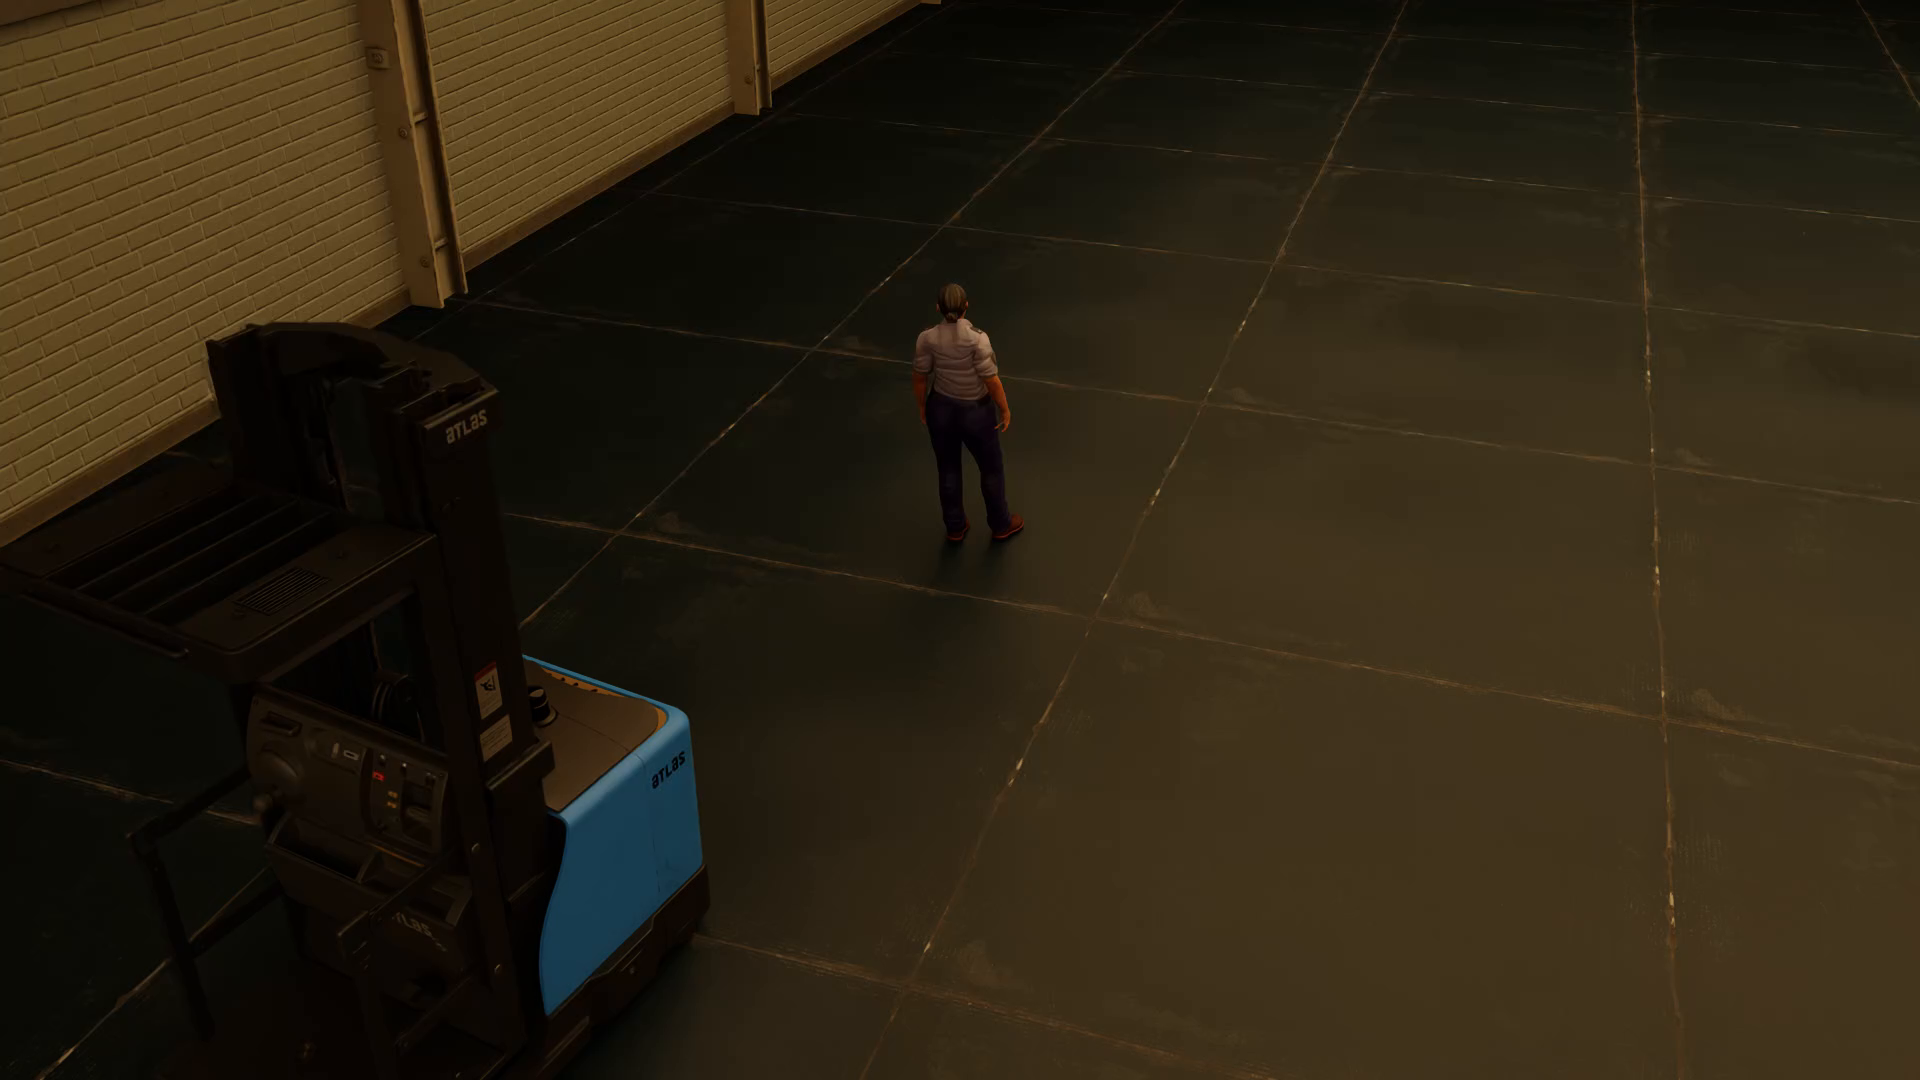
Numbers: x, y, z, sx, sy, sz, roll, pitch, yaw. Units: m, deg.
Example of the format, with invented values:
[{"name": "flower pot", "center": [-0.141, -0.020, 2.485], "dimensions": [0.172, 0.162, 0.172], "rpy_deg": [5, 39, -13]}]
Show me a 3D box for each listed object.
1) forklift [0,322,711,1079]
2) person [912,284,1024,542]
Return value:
[{"name": "forklift", "center": [-2.226, 0.877, 5.598], "dimensions": [1.130, 2.935, 3.031], "rpy_deg": [15, 33, 25]}, {"name": "person", "center": [0.051, -0.760, 9.752], "dimensions": [0.598, 1.651, 0.502], "rpy_deg": [10, 31, 16]}]
